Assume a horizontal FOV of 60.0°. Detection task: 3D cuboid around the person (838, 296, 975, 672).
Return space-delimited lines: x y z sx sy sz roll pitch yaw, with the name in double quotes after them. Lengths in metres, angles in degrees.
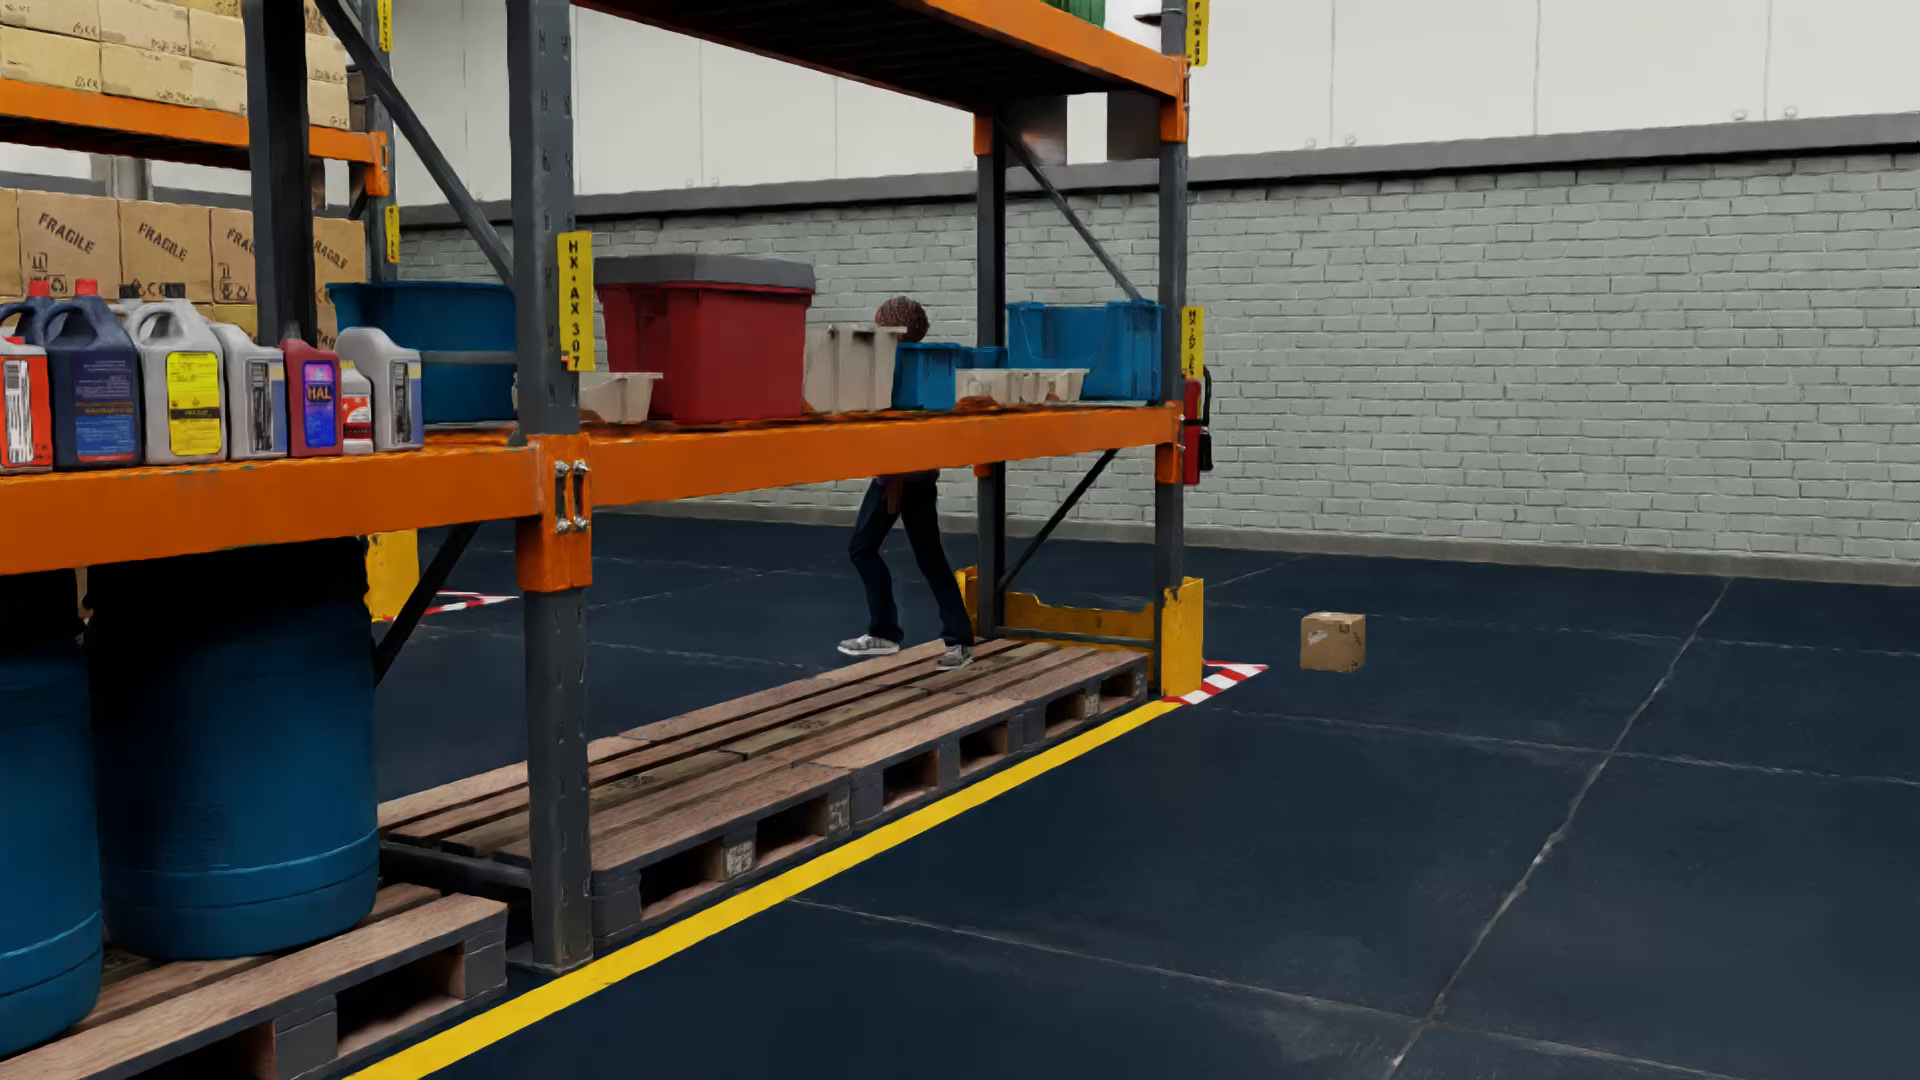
-0.216 -0.247 7.098 0.514 1.576 0.575 -2 6 -18 "person"
